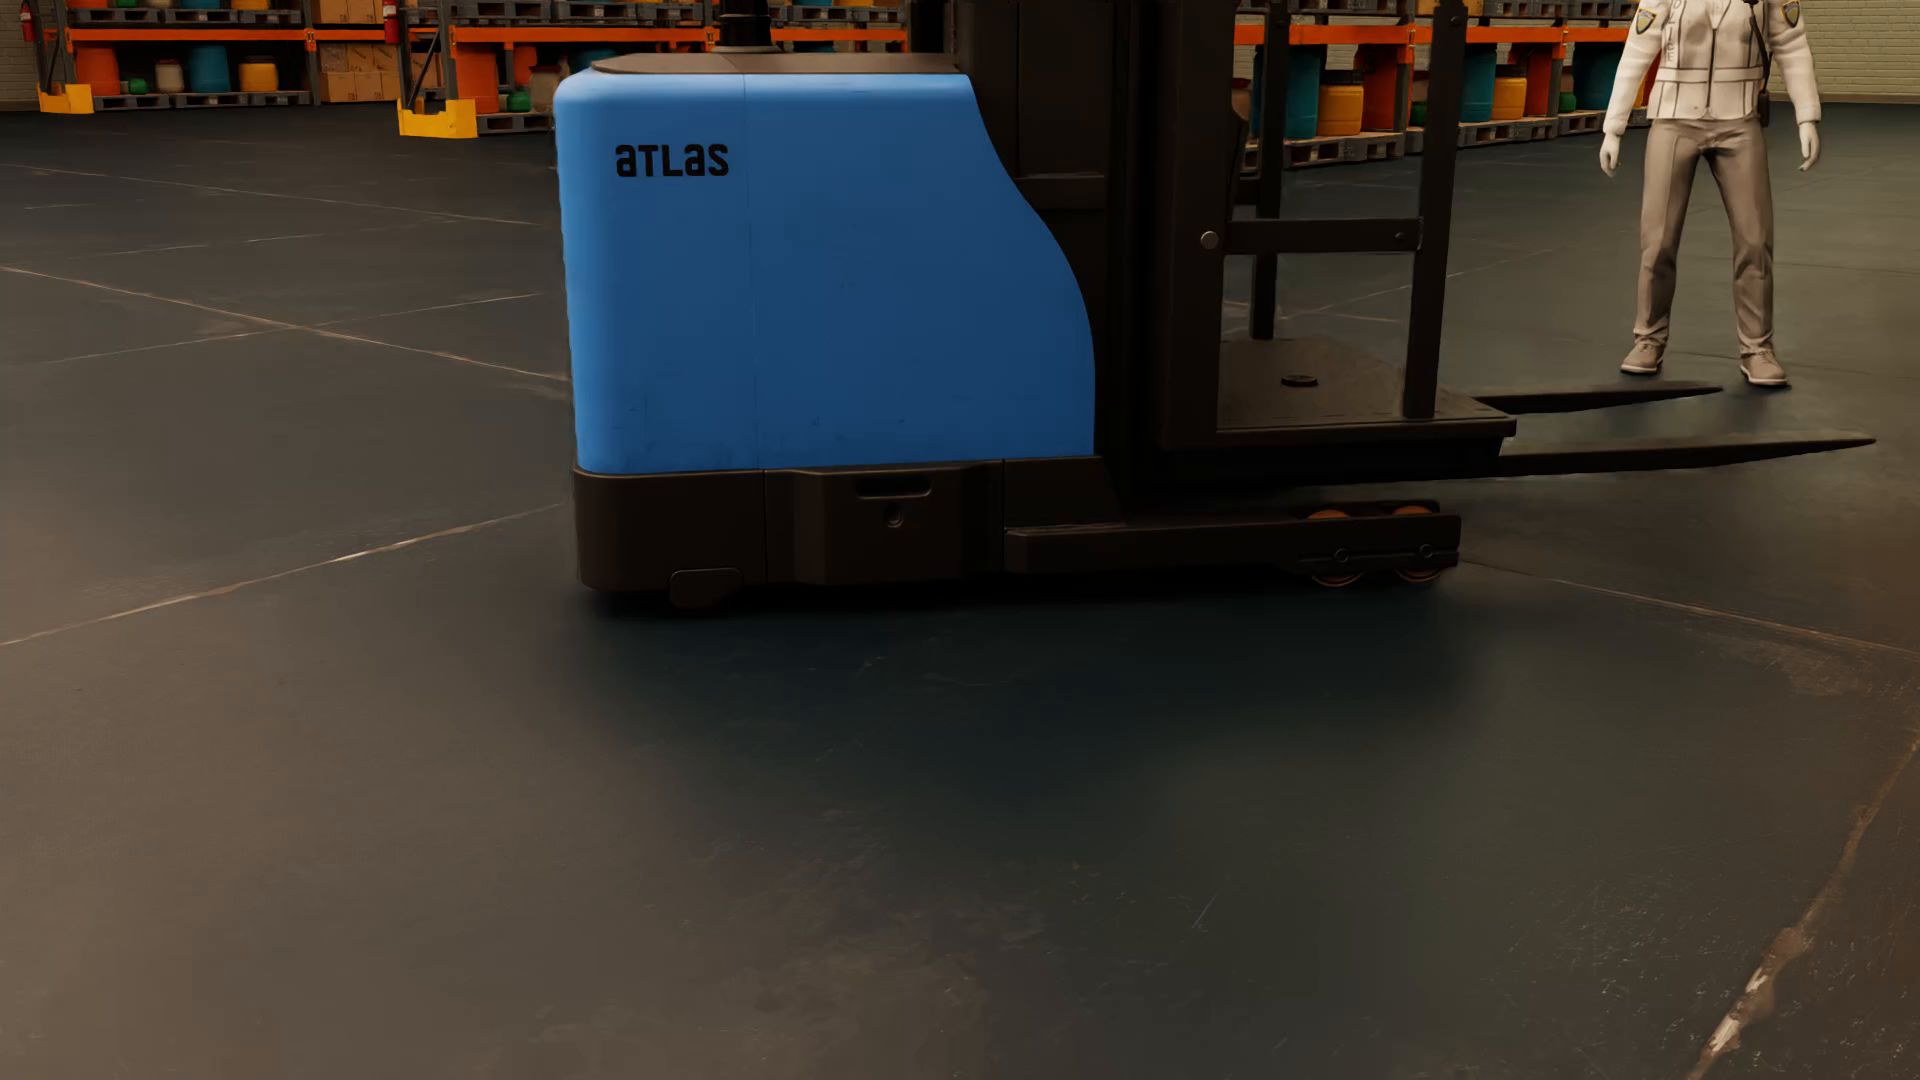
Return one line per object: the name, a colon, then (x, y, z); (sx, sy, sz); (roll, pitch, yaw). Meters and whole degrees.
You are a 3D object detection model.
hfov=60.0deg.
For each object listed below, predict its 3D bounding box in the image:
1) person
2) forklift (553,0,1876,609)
person: (2.545, -1.378, 5.651); (0.680, 1.647, 0.384); (6, 18, 18)
forklift: (0.637, -1.448, 3.667); (3.031, 2.935, 1.130); (-3, 17, -9)
